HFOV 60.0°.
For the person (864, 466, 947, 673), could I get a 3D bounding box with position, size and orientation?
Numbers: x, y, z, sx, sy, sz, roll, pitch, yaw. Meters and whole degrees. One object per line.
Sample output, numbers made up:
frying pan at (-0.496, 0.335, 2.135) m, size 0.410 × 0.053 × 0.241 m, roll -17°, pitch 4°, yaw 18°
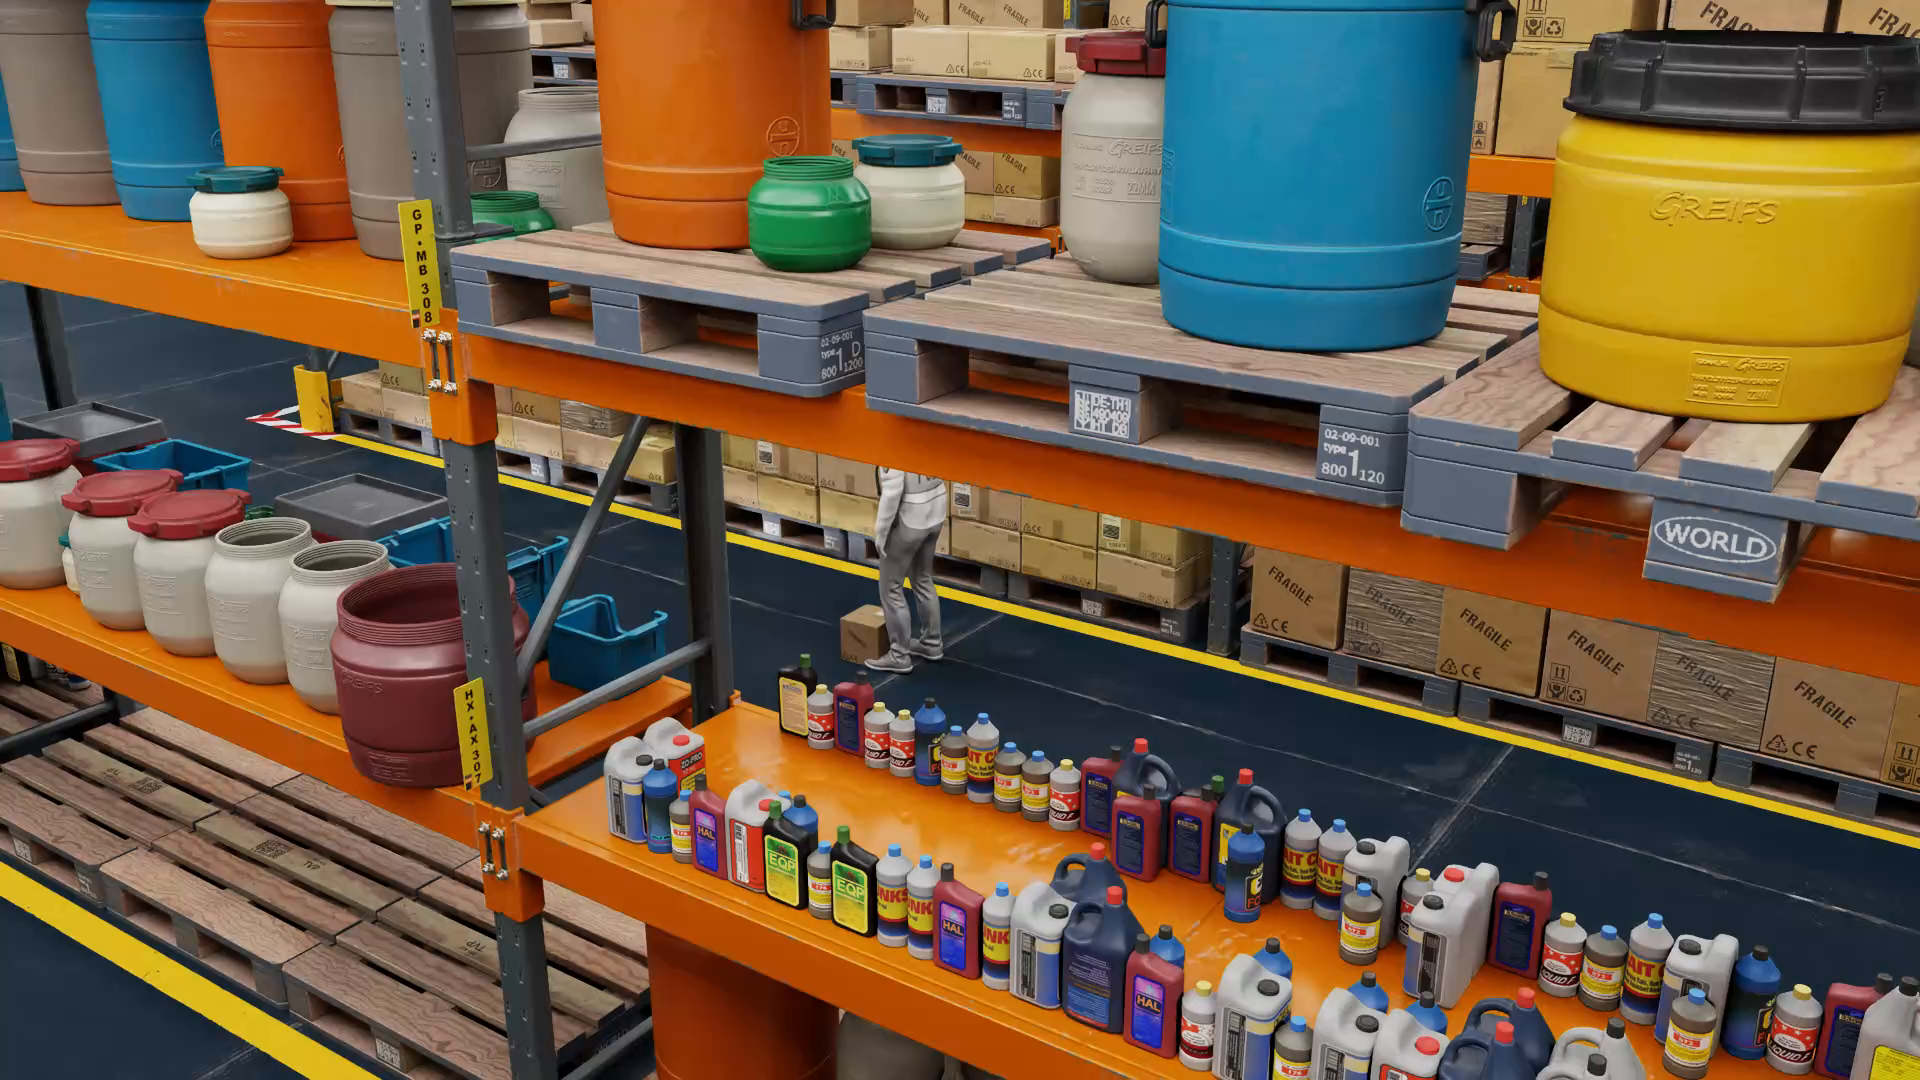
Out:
person at (-0.295, -0.092, 8.821) m, size 0.413 × 1.663 × 0.522 m, roll 12°, pitch 23°, yaw 30°
